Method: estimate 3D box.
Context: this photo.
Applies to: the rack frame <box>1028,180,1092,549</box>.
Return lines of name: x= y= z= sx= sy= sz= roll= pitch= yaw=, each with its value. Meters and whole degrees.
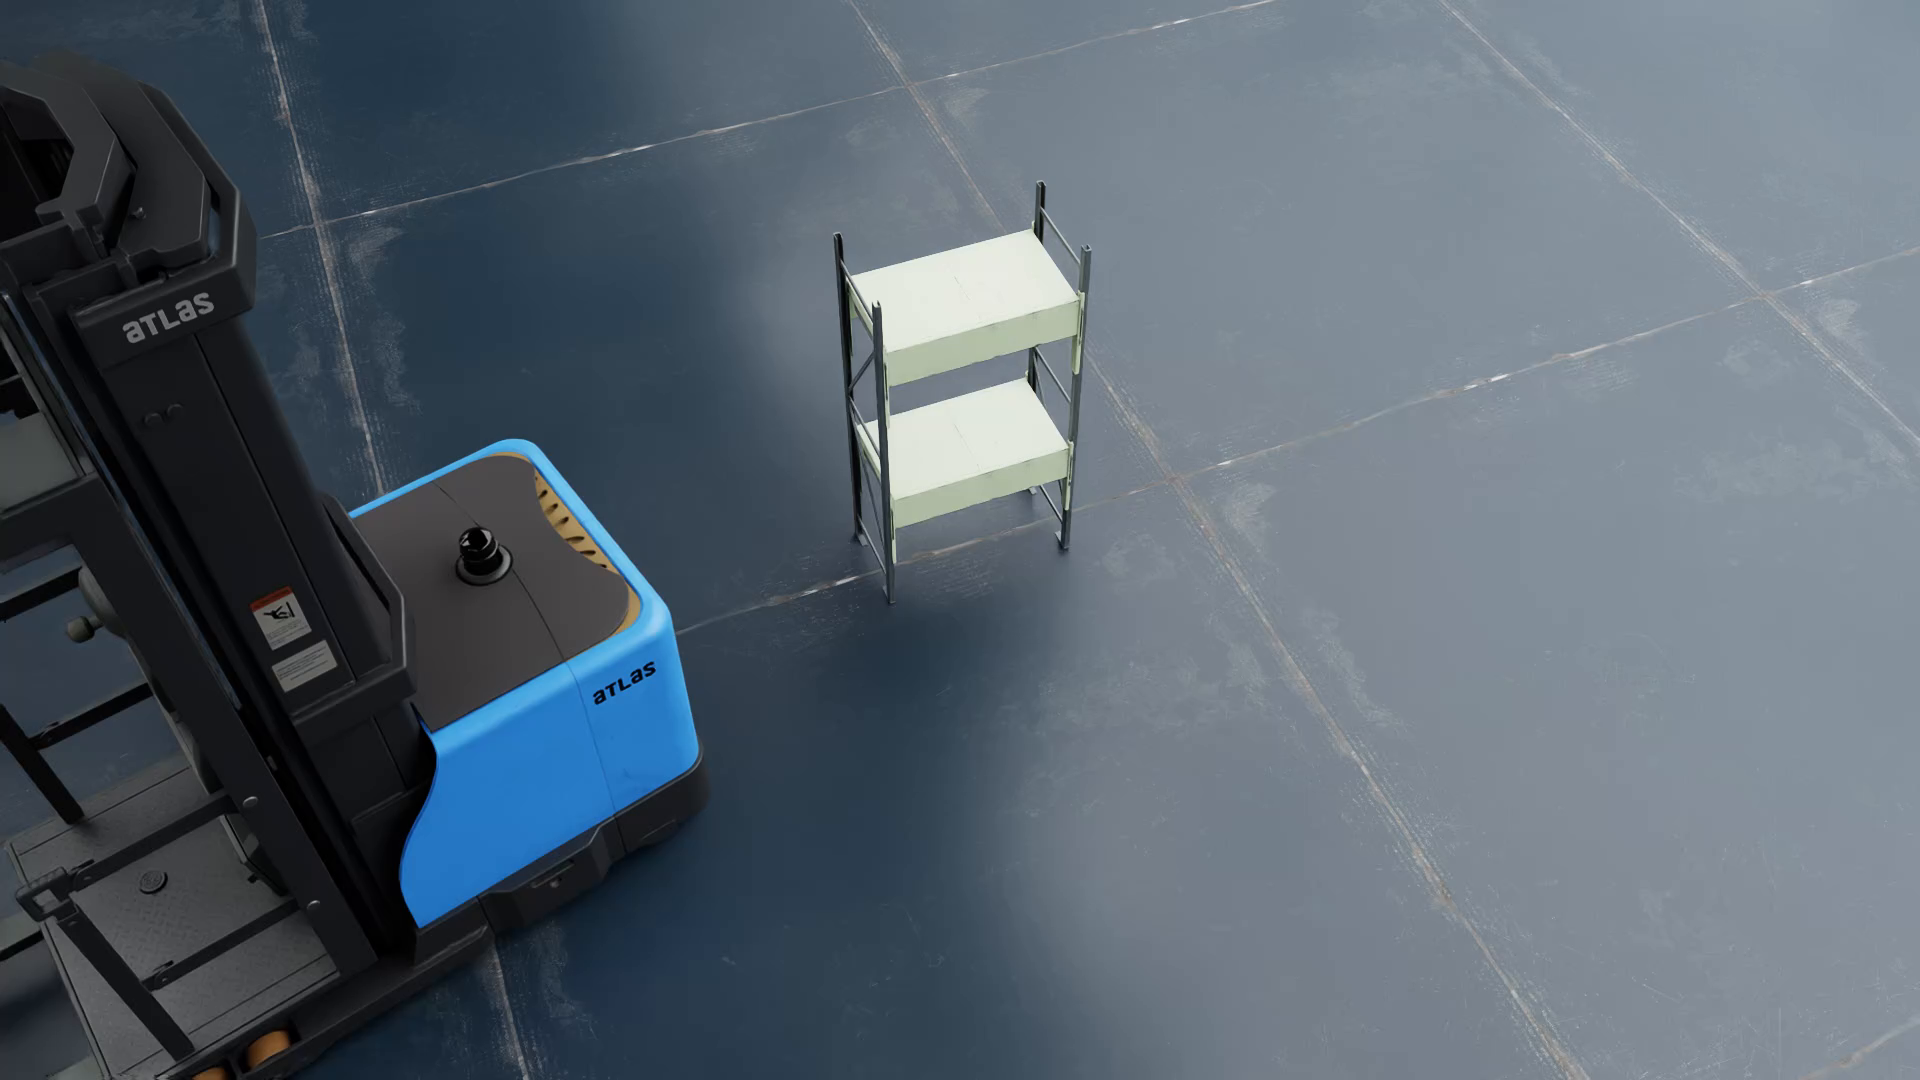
rack frame: x=0.345 y=-0.596 z=6.114 sx=0.023 sy=1.500 sz=0.400 roll=-17 pitch=52 yaw=-14

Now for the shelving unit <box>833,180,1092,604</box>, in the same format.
shelving unit: x=0.006 y=-0.491 z=6.023 sx=0.755 sy=1.500 sz=0.431 roll=-17 pitch=52 yaw=-14

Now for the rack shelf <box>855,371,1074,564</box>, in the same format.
rack shelf: x=0.006 y=-0.278 z=6.271 sx=0.720 sy=0.370 sz=0.431 roll=-17 pitch=52 yaw=-14

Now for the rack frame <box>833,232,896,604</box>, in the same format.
rack frame: x=-0.333 y=-0.386 z=5.933 sx=0.023 sy=1.500 sz=0.400 roll=-17 pitch=52 yaw=-14

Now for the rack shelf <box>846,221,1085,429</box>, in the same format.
rack shelf: x=0.006 y=-0.745 z=5.727 sx=0.720 sy=0.370 sz=0.431 roll=-17 pitch=52 yaw=-14

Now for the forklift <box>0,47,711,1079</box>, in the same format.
forklift: x=-2.343 y=0.348 z=4.360 sx=3.031 sy=2.935 sz=1.130 roll=-30 pitch=56 yaw=-23
